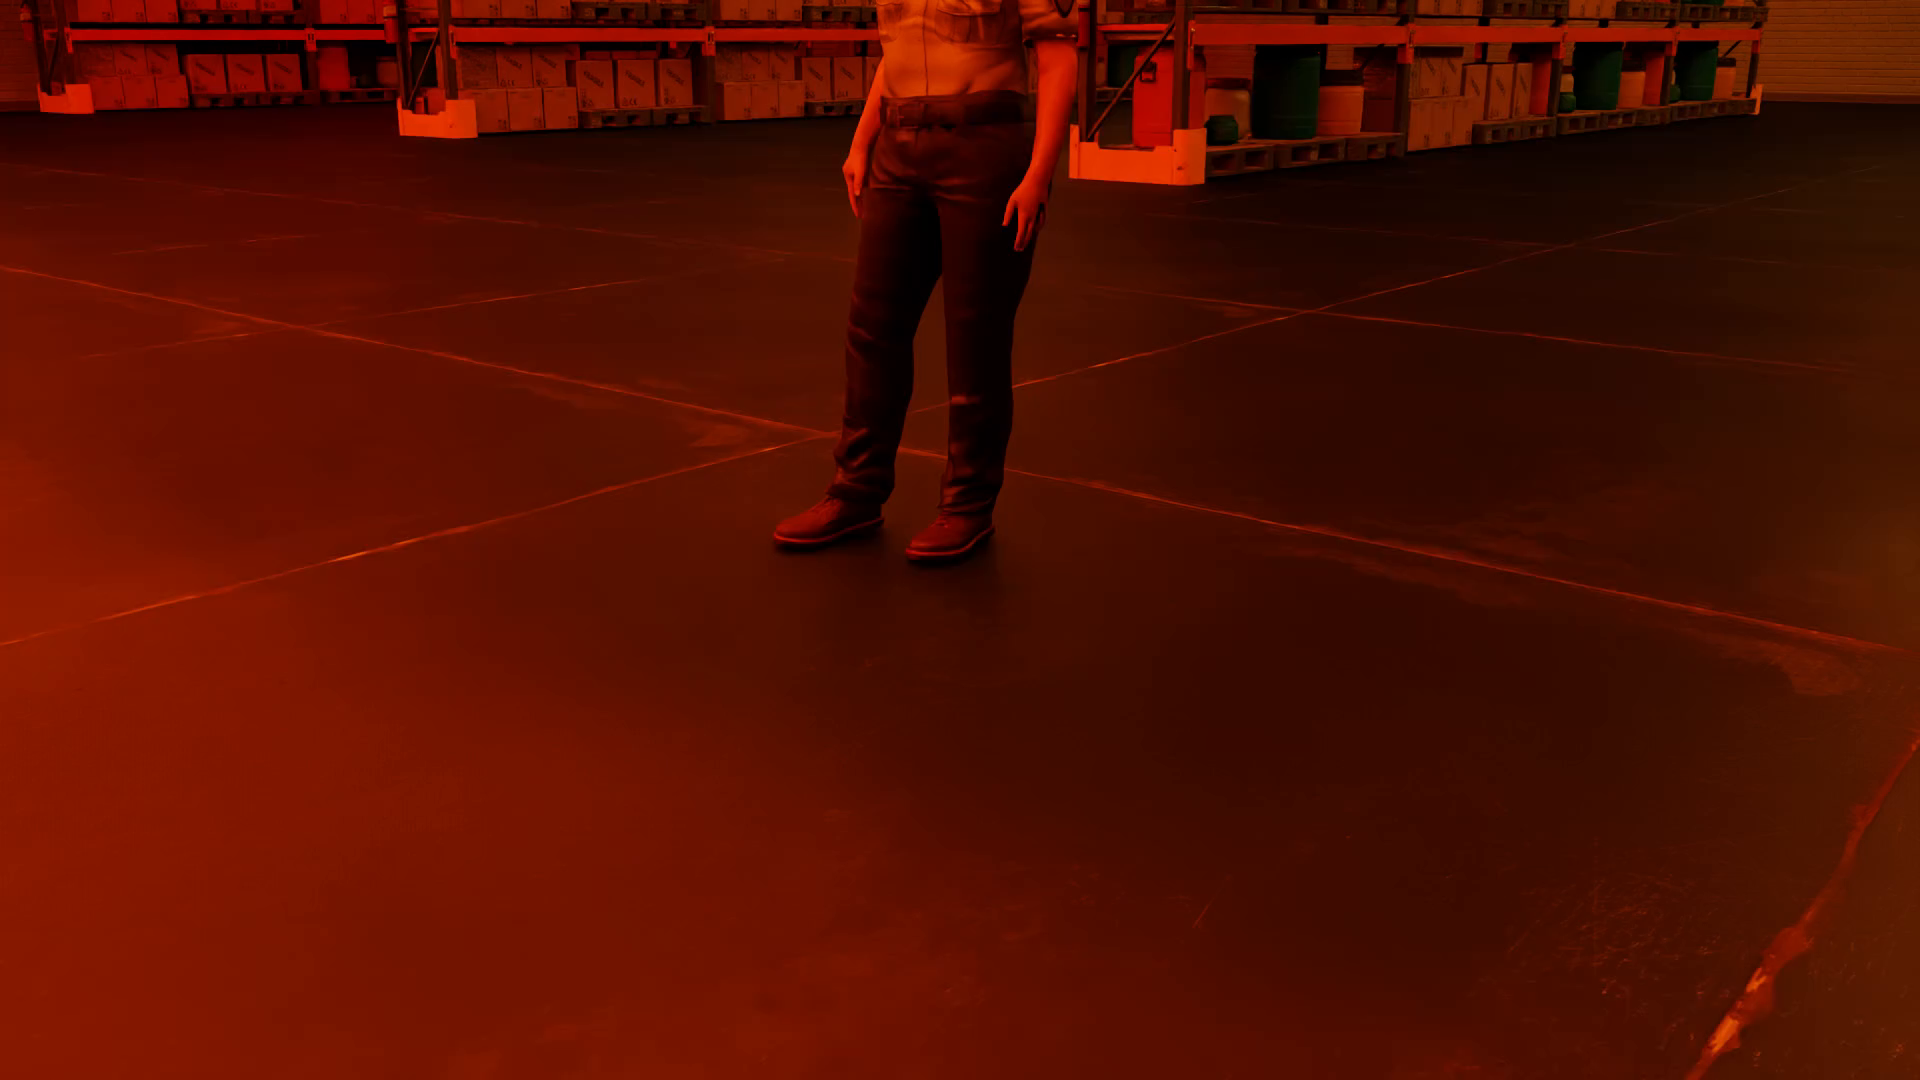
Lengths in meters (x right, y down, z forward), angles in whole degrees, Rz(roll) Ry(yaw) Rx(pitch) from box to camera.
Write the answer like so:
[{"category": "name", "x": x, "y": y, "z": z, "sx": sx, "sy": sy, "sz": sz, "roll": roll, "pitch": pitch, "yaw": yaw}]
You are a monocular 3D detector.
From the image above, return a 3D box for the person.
[{"category": "person", "x": -0.074, "y": -0.780, "z": 3.648, "sx": 0.598, "sy": 1.651, "sz": 0.503, "roll": 13, "pitch": 21, "yaw": 37}]
